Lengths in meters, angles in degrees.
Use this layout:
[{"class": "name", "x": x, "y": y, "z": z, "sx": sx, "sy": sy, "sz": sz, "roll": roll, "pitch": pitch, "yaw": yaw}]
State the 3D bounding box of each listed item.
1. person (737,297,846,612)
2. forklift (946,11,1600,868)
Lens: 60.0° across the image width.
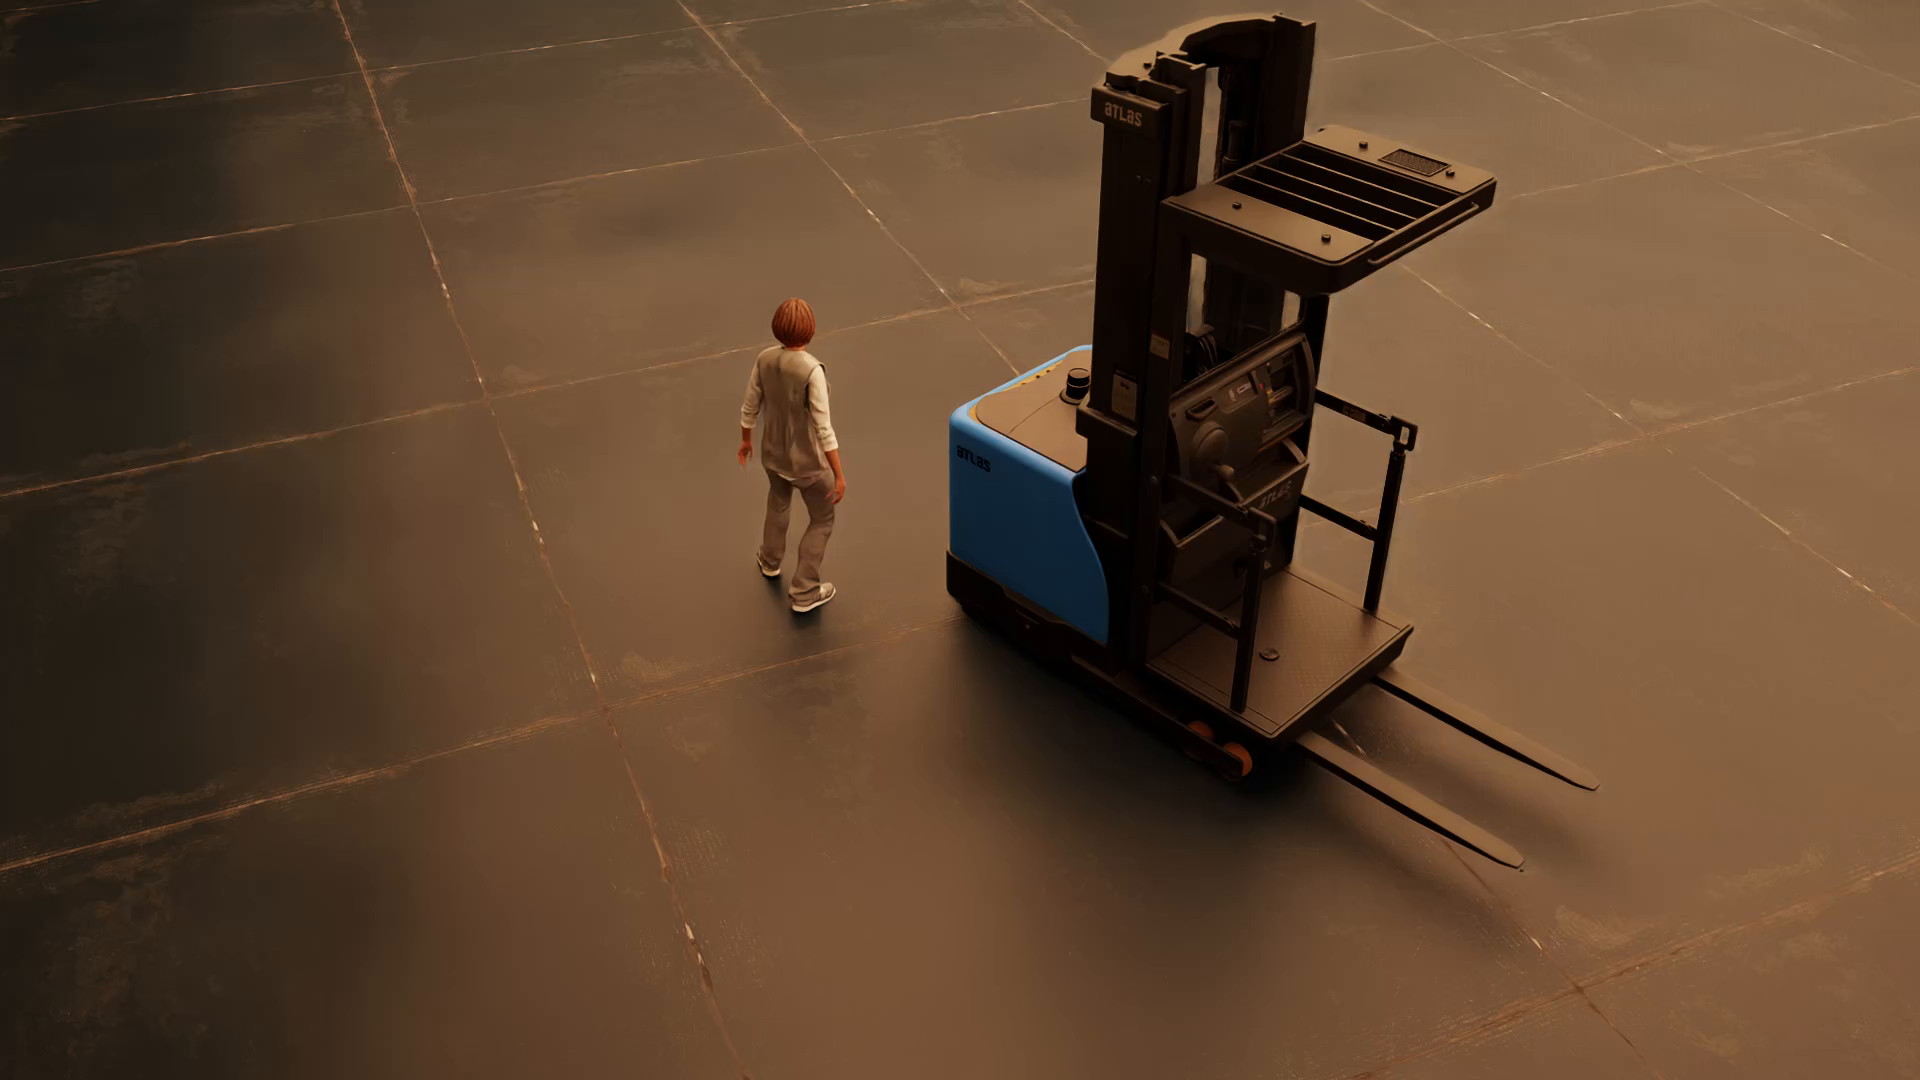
[{"class": "person", "x": -0.792, "y": -0.391, "z": 7.845, "sx": 0.732, "sy": 1.565, "sz": 0.388, "roll": 23, "pitch": 41, "yaw": 29}, {"class": "forklift", "x": 1.331, "y": -0.497, "z": 6.798, "sx": 1.130, "sy": 2.935, "sz": 3.031, "roll": -30, "pitch": 45, "yaw": -35}]
